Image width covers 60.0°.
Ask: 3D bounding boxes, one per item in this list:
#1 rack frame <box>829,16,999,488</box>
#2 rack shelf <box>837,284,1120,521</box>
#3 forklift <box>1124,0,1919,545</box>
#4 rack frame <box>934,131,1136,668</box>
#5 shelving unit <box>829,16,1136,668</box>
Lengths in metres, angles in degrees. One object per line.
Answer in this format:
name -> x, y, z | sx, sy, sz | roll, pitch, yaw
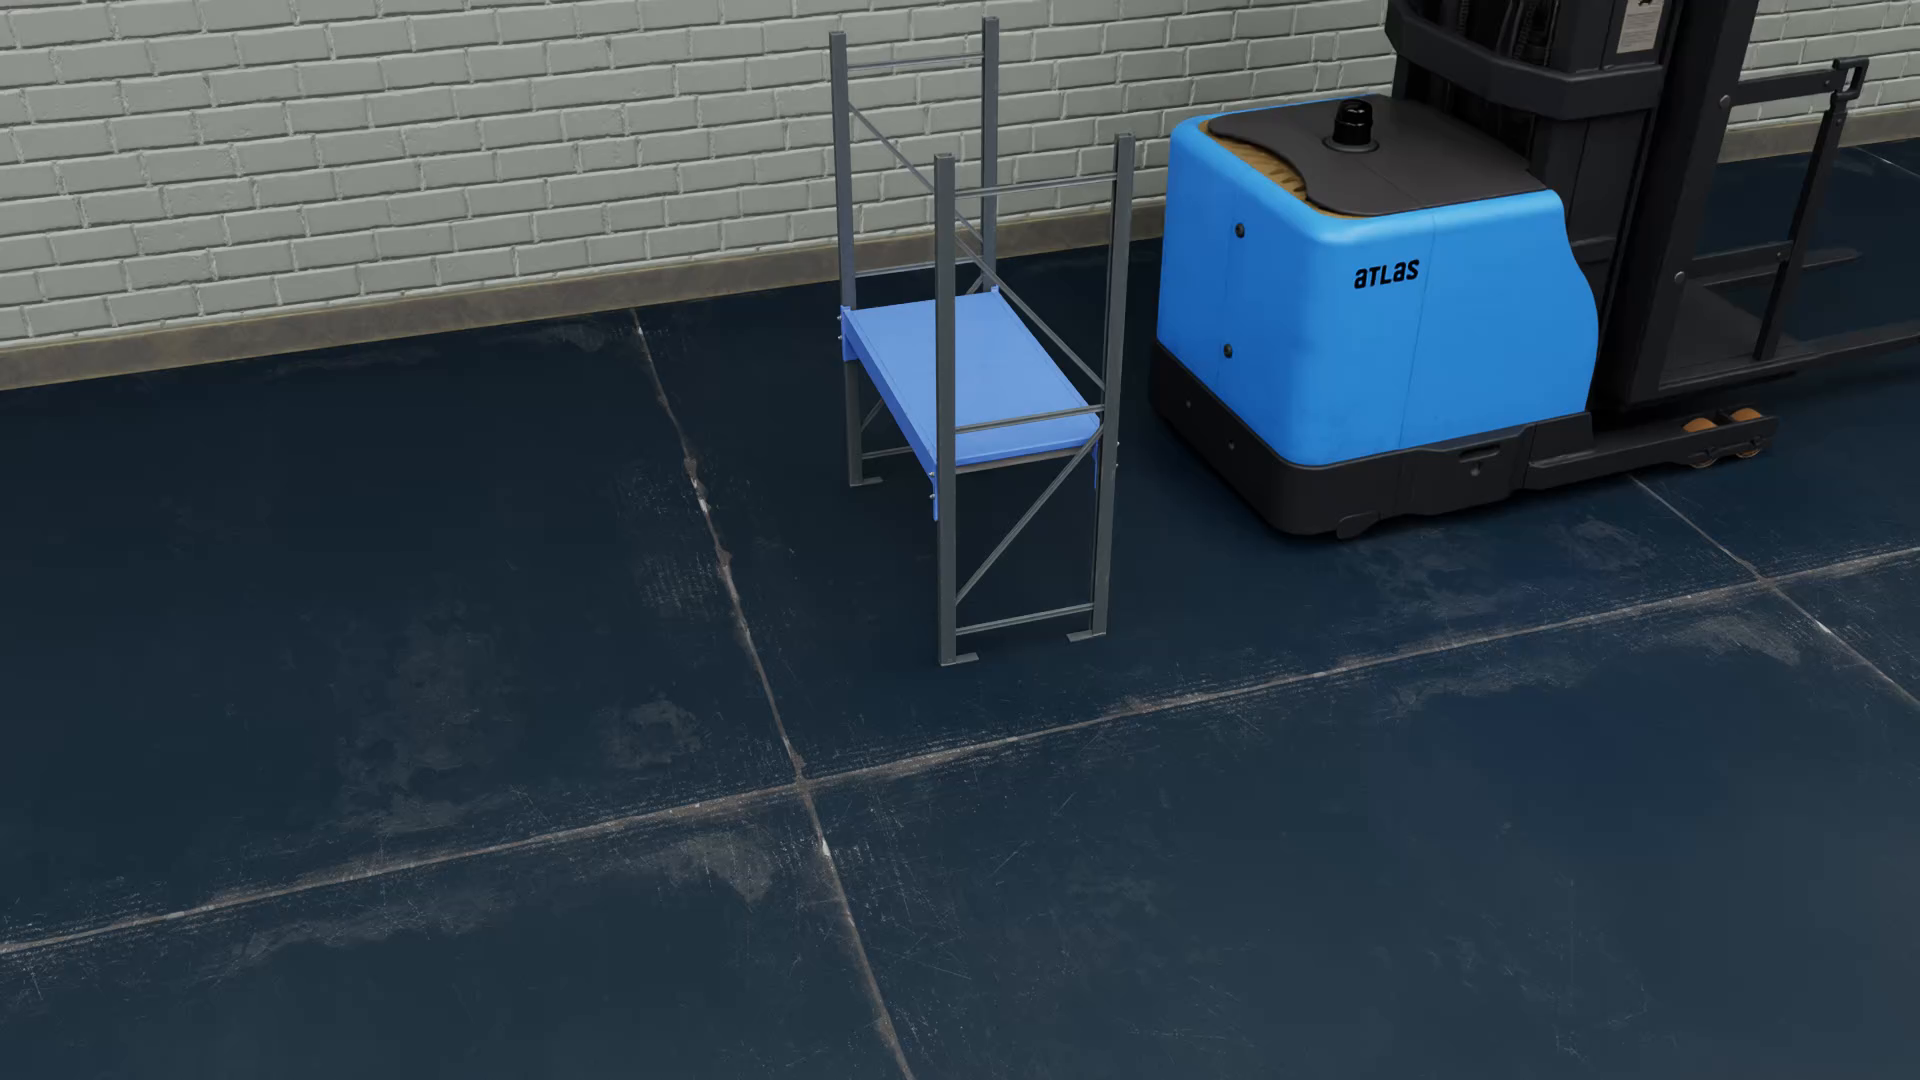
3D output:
rack frame -> -0.129, -0.848, 5.173 | 0.500, 1.500, 0.032 | -10, 35, -15
rack shelf -> 0.026, -0.431, 4.868 | 0.538, 0.185, 1.000 | -10, 35, -15
forklift -> 2.150, -1.707, 5.175 | 3.031, 2.935, 1.130 | -12, 35, -17
rack frame -> 0.181, -0.314, 4.365 | 0.500, 1.500, 0.032 | -10, 35, -15
shelving unit -> 0.026, -0.581, 4.769 | 0.538, 1.500, 1.048 | -10, 35, -15
